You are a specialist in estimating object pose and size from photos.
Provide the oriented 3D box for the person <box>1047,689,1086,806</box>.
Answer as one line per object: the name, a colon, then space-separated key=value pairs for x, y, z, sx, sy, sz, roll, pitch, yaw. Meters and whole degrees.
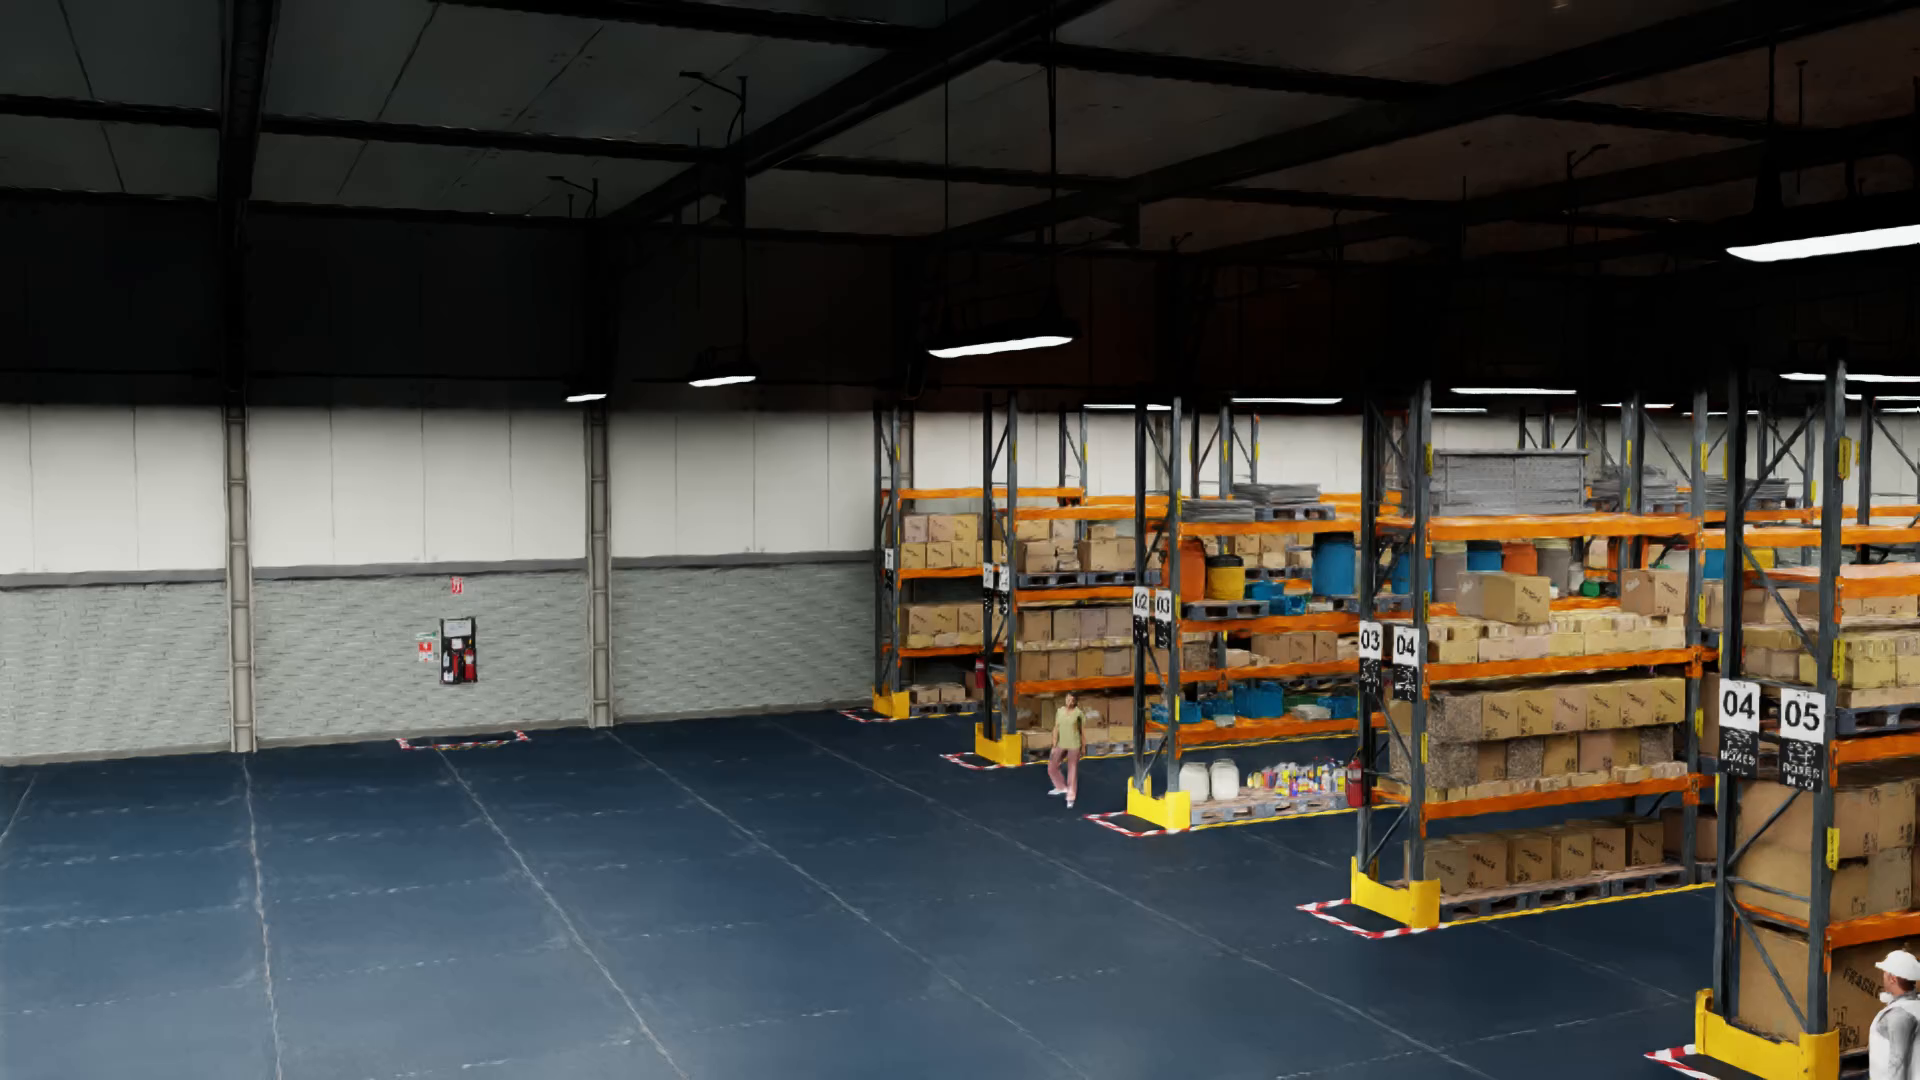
person: x=1.508 y=2.944 z=23.754 sx=0.603 sy=1.667 sz=0.457 roll=1 pitch=4 yaw=24

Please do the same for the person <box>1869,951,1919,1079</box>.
person: x=6.348 y=3.642 z=11.095 sx=0.538 sy=1.767 sz=0.630 roll=3 pitch=4 yaw=39
